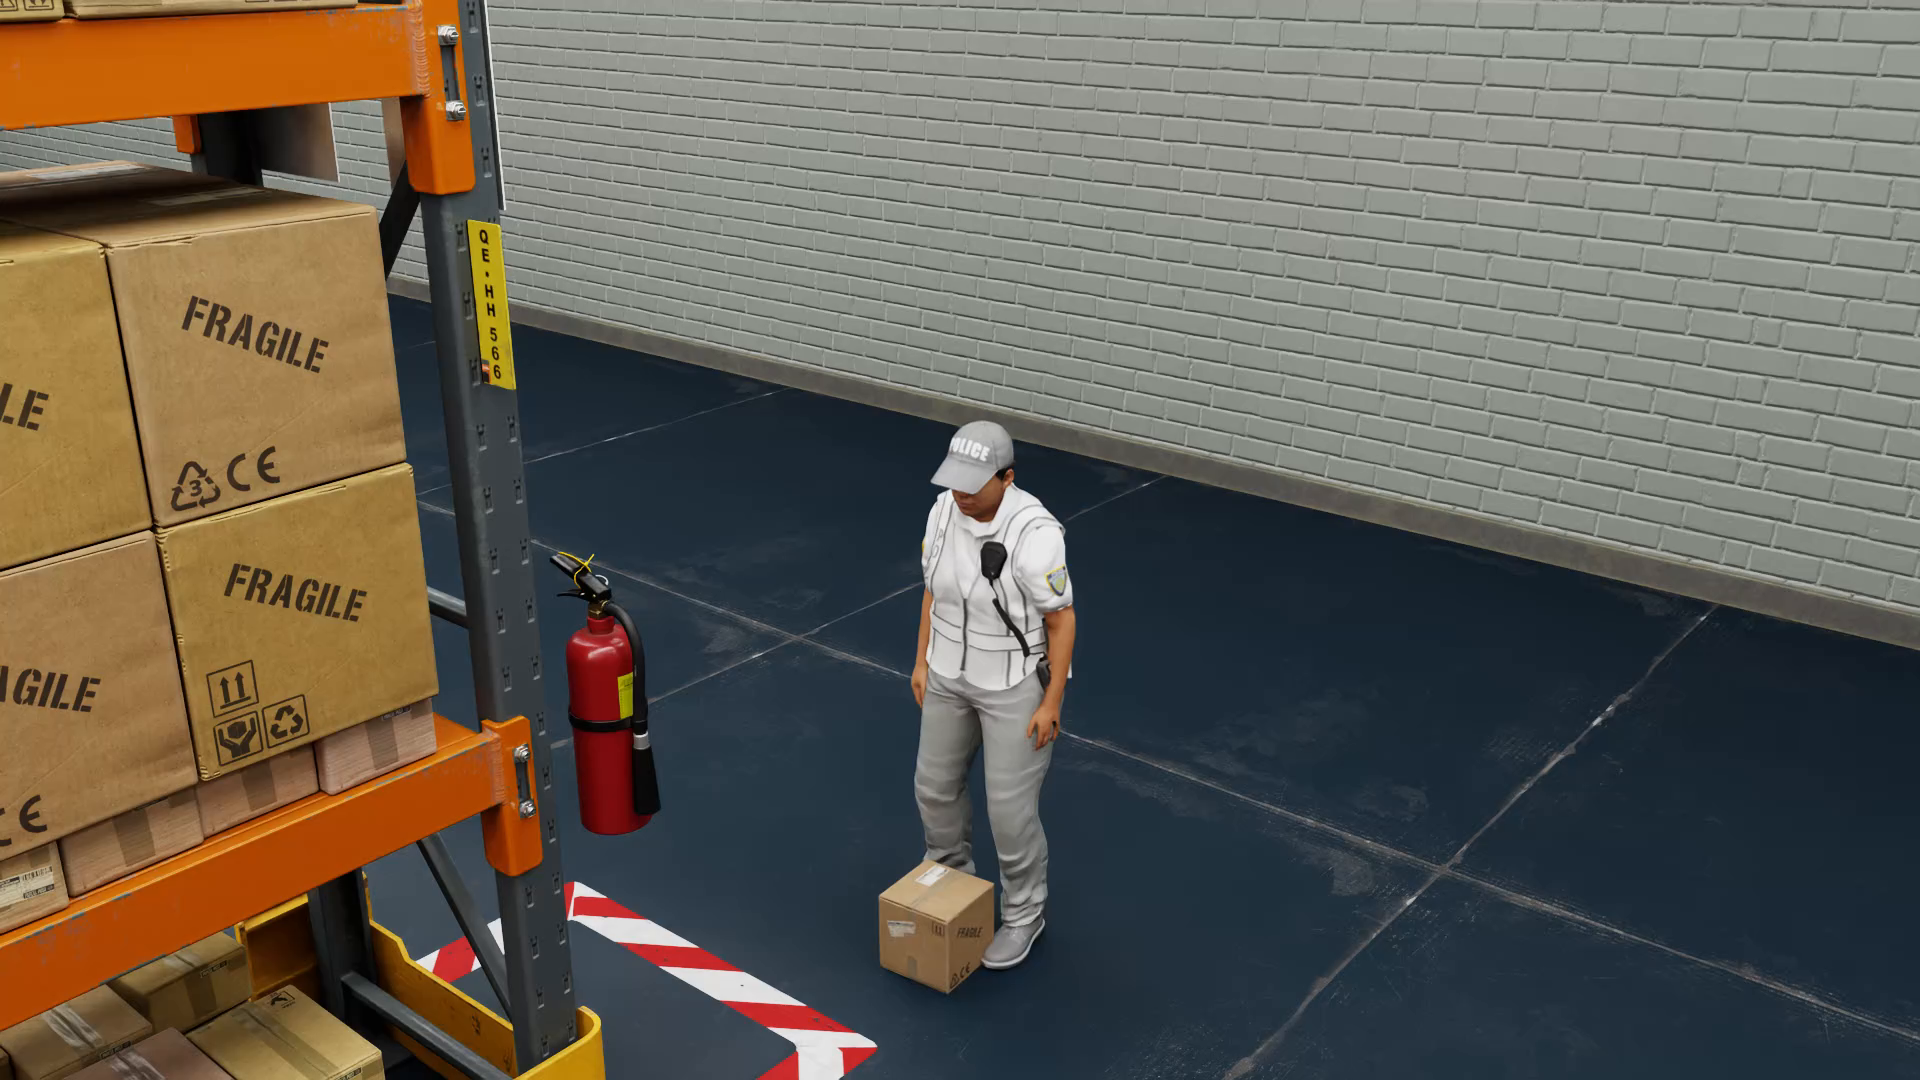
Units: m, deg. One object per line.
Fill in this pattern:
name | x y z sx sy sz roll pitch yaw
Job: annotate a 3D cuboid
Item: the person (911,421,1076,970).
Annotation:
person | 0.063 0.435 4.894 0.546 1.665 0.458 15 25 34
